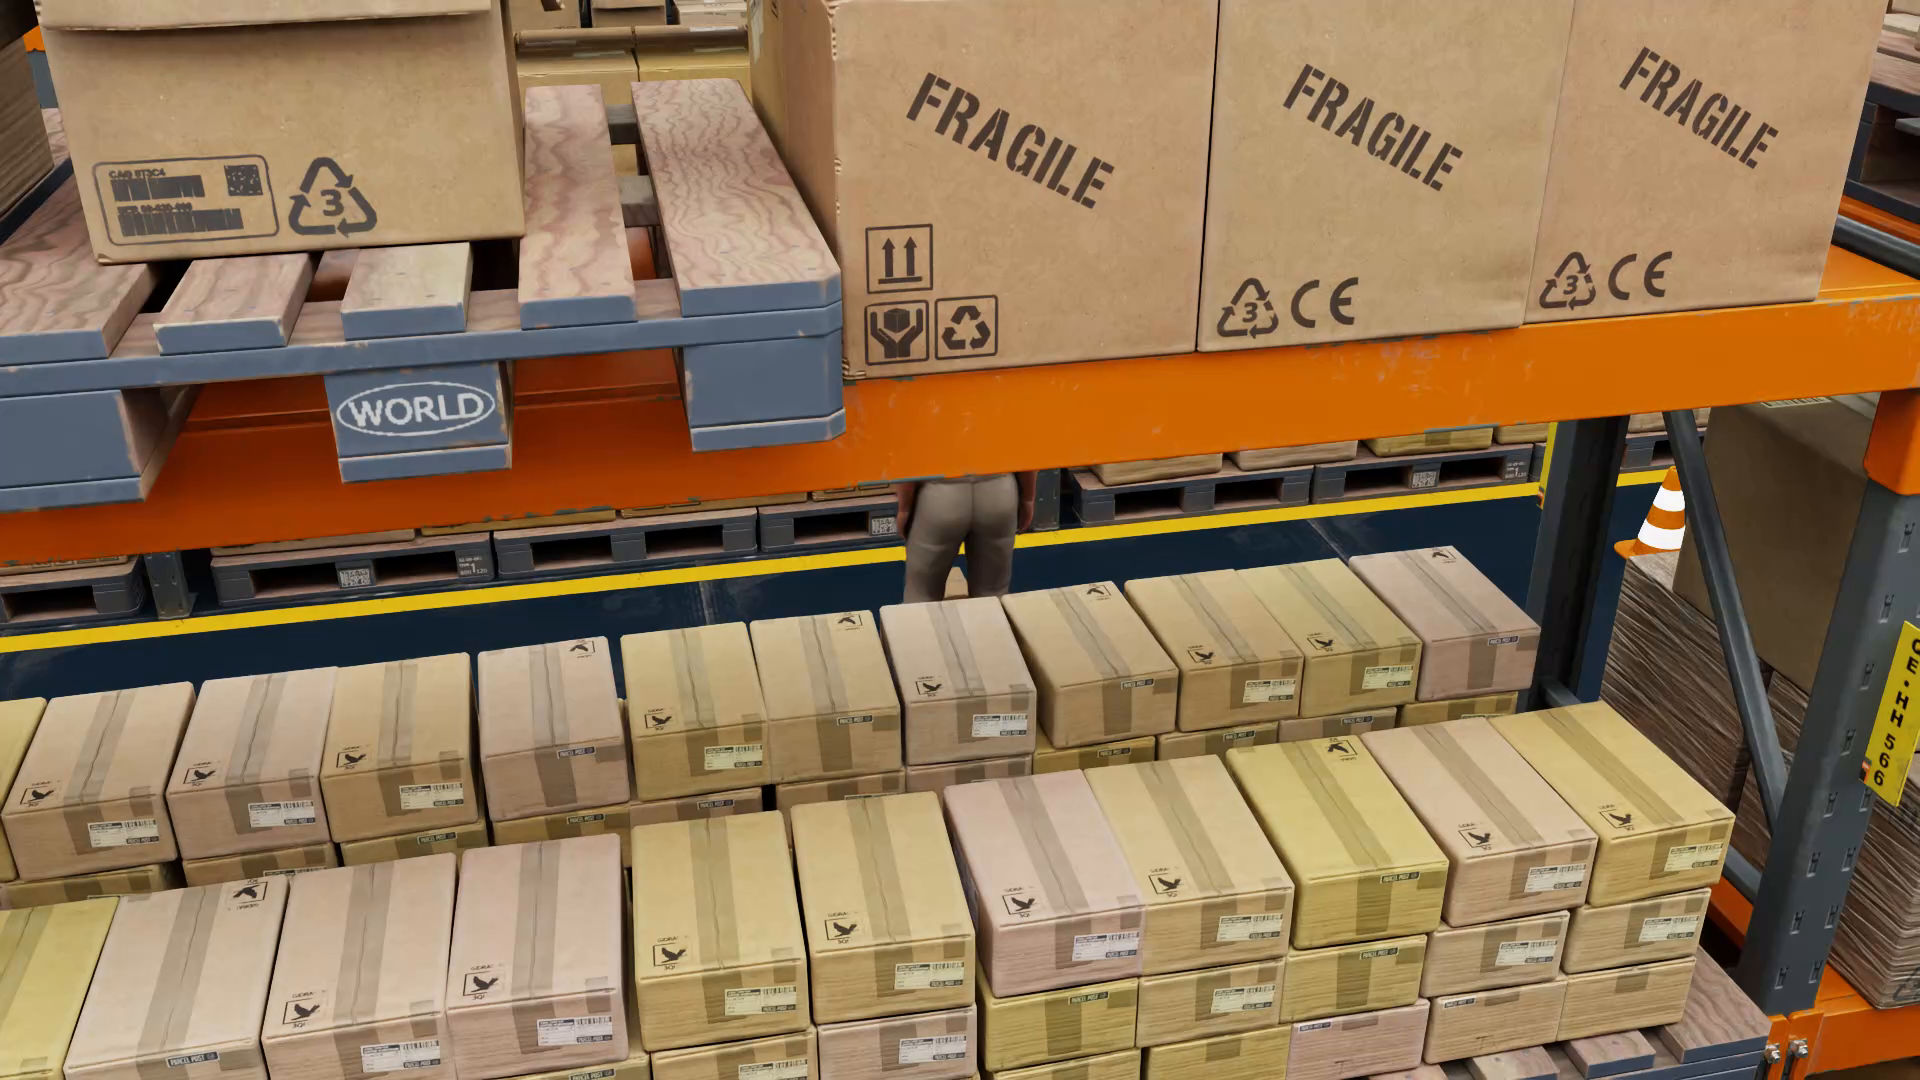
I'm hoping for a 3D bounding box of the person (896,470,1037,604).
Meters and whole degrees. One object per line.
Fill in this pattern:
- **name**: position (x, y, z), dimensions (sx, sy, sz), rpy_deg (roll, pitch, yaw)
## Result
- **person**: position (0.014, -0.151, 6.442), dimensions (0.550, 1.740, 0.377), rpy_deg (-6, 27, -12)
